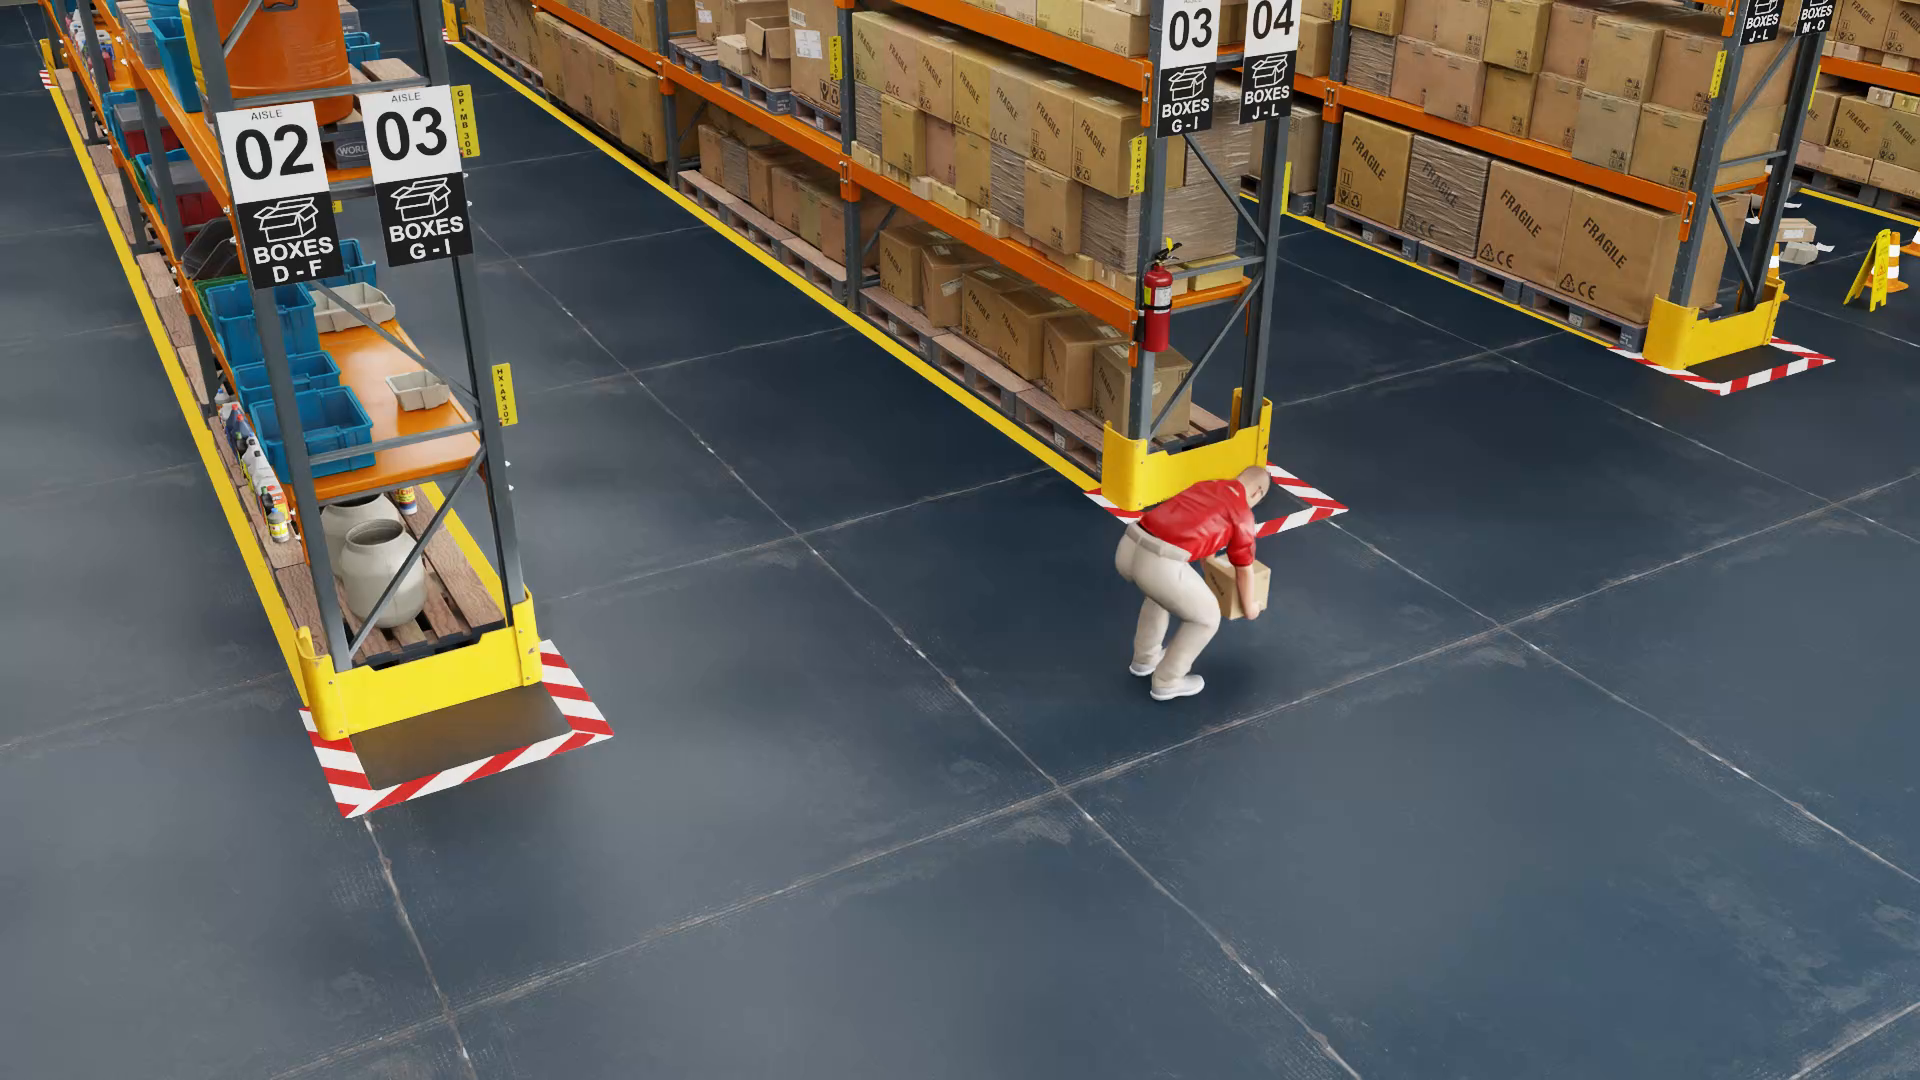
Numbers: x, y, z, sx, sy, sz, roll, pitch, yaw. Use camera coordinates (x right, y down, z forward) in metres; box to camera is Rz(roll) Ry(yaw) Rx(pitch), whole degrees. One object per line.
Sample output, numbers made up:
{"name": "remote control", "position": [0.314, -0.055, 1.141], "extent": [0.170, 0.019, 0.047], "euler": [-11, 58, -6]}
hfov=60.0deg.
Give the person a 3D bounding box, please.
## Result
{"name": "person", "position": [1.298, 0.205, 8.838], "extent": [0.823, 1.127, 0.507], "euler": [-17, 33, -29]}
